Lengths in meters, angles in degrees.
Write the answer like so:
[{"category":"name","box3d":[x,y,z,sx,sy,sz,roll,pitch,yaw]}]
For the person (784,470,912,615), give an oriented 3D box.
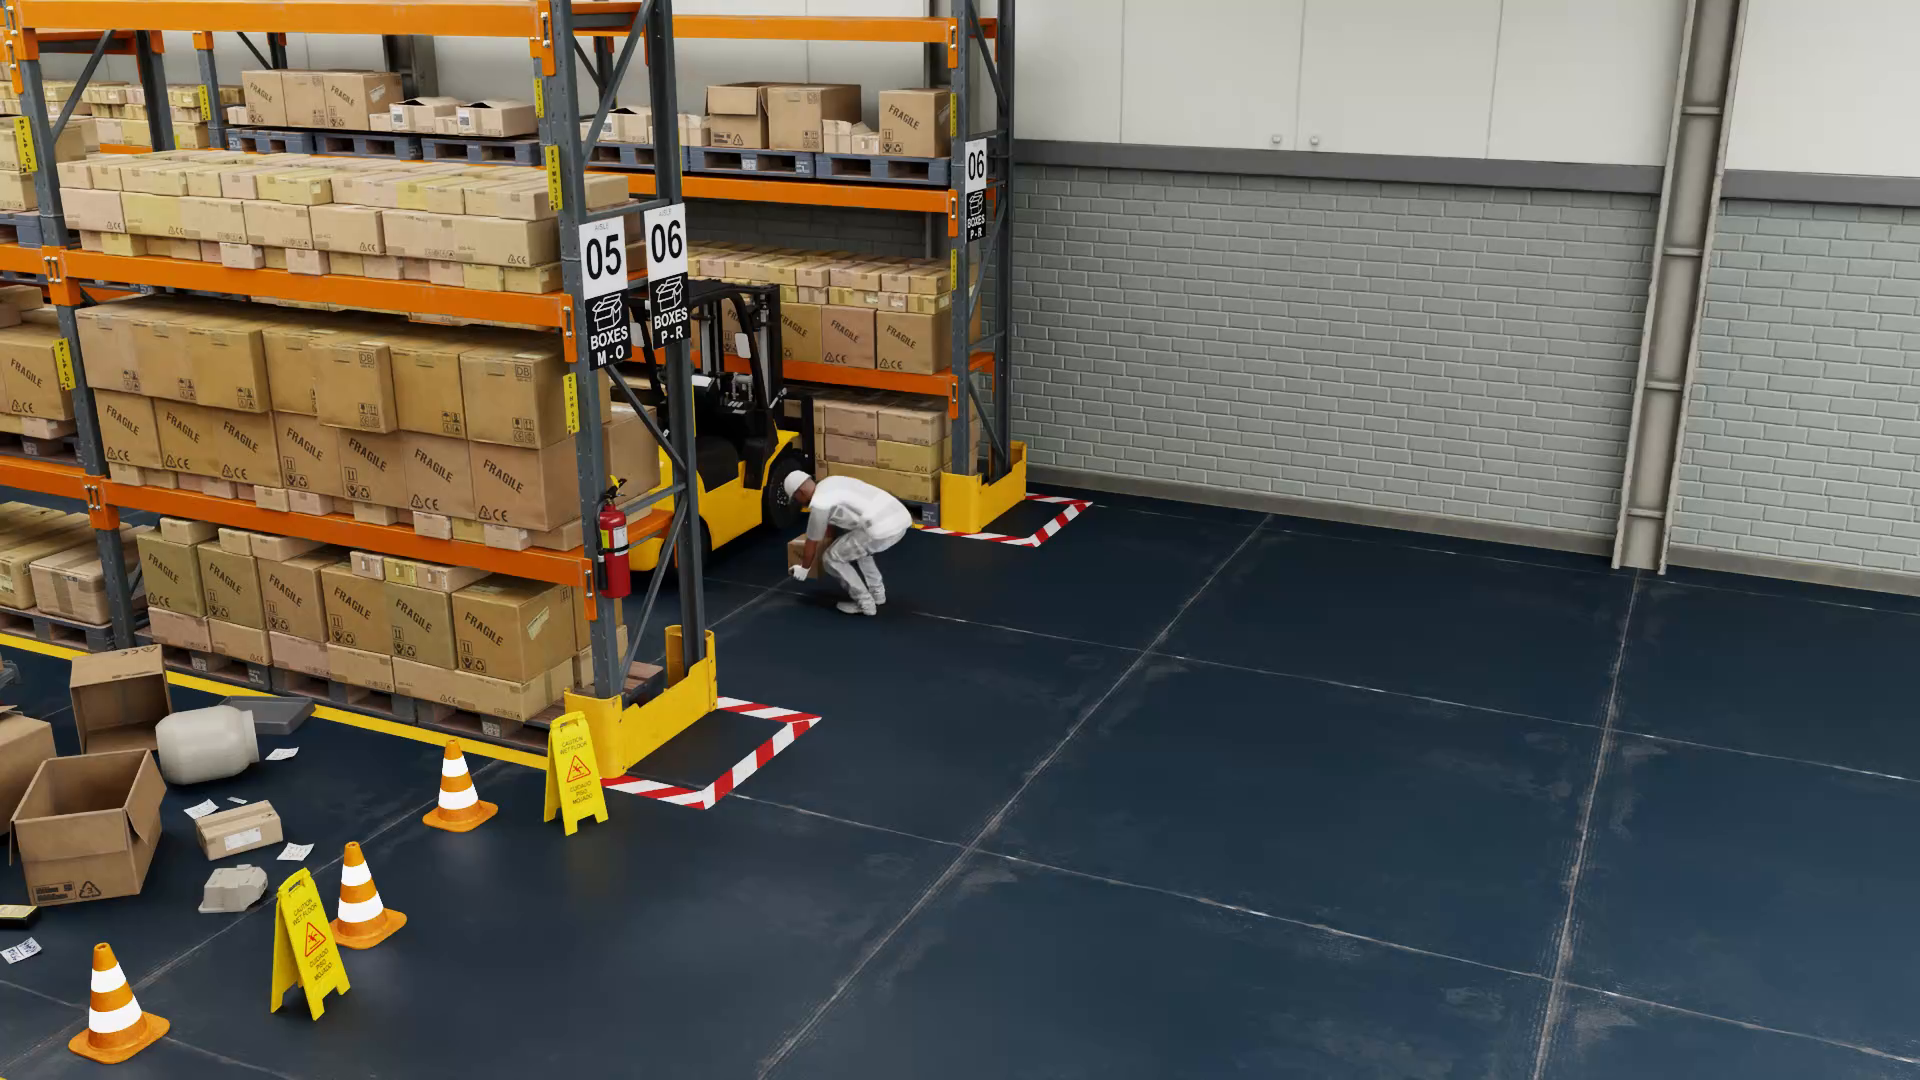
[{"category":"person","box3d":[-0.840,0.009,12.226,0.958,0.998,0.543,7,20,21]}]
